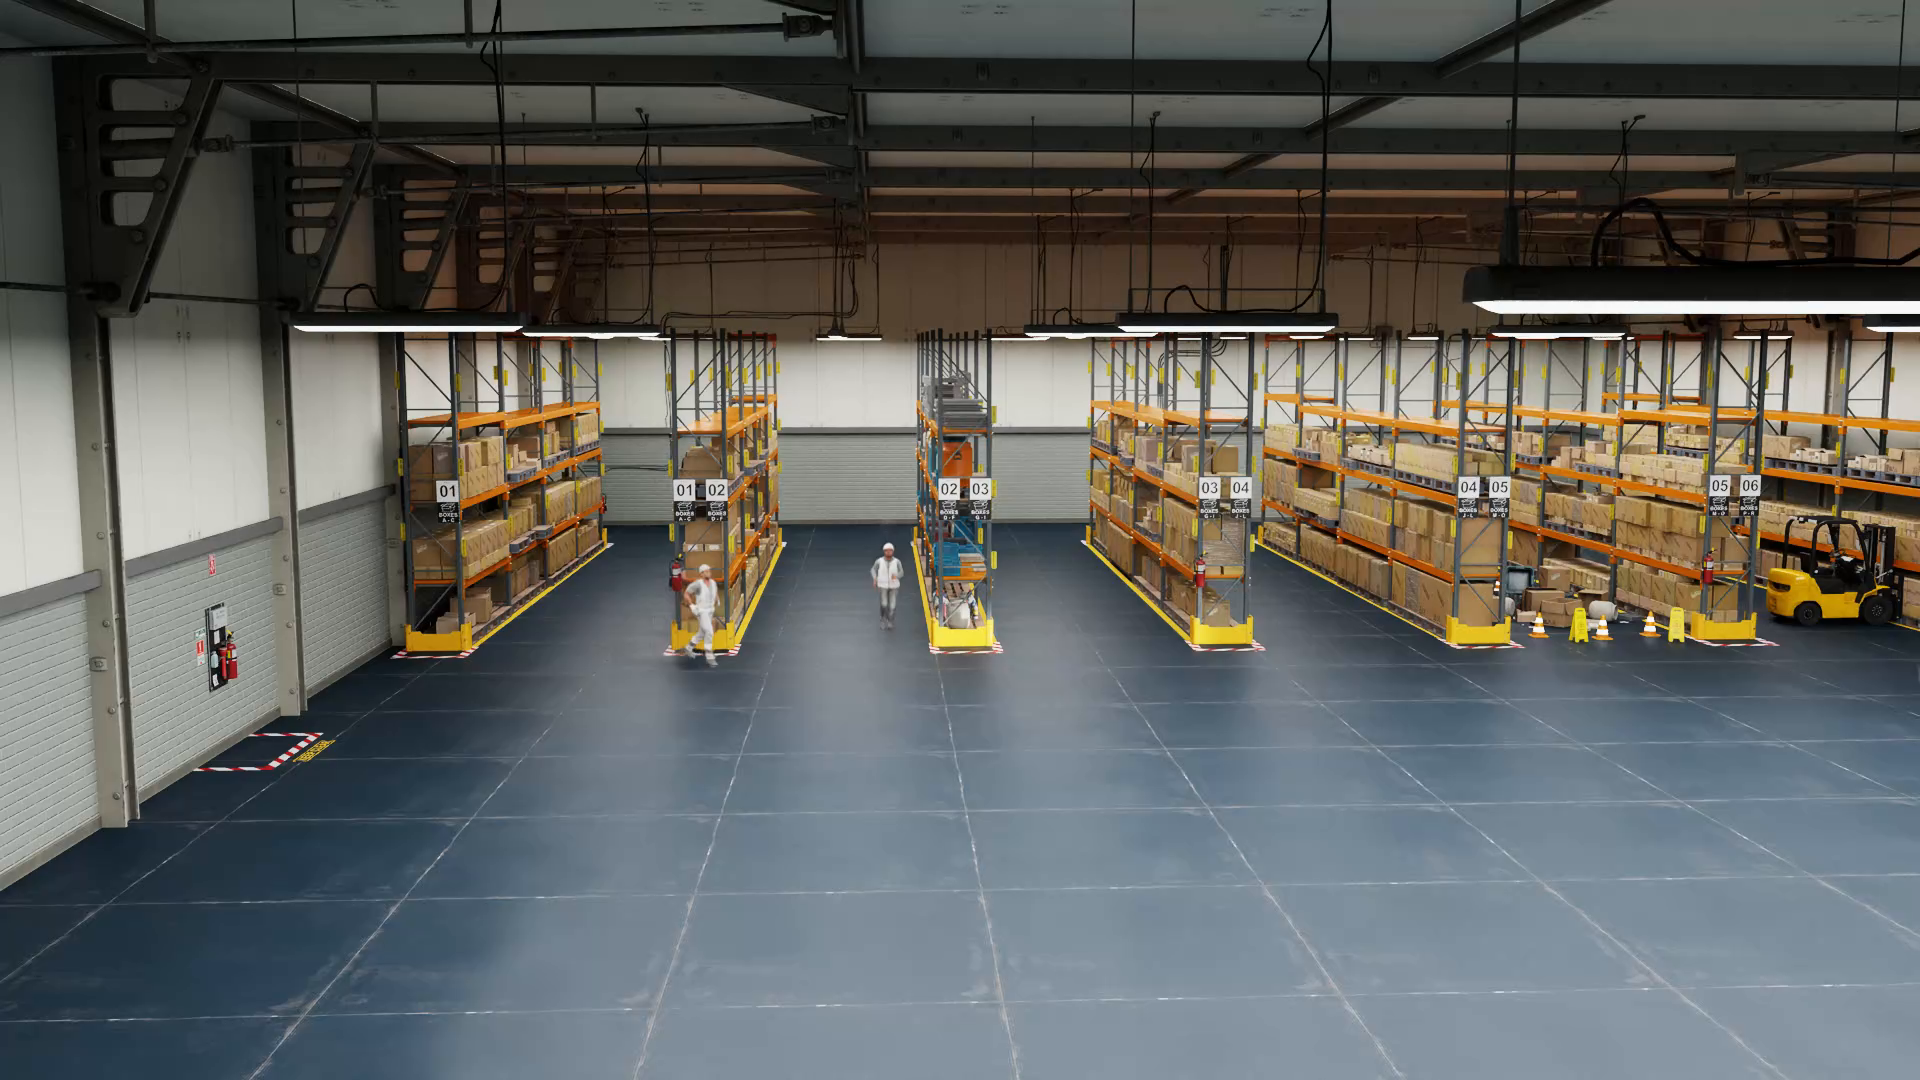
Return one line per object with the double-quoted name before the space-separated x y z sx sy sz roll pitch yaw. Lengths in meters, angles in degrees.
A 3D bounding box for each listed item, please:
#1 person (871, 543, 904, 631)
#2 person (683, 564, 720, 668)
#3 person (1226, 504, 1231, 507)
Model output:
"person" -1.432 0.942 33.166 0.638 1.751 0.670 -1 7 -8
"person" -4.597 1.326 29.789 0.885 1.815 0.670 4 8 30
"person" 7.470 -0.430 45.795 0.611 1.609 0.689 1 7 10
